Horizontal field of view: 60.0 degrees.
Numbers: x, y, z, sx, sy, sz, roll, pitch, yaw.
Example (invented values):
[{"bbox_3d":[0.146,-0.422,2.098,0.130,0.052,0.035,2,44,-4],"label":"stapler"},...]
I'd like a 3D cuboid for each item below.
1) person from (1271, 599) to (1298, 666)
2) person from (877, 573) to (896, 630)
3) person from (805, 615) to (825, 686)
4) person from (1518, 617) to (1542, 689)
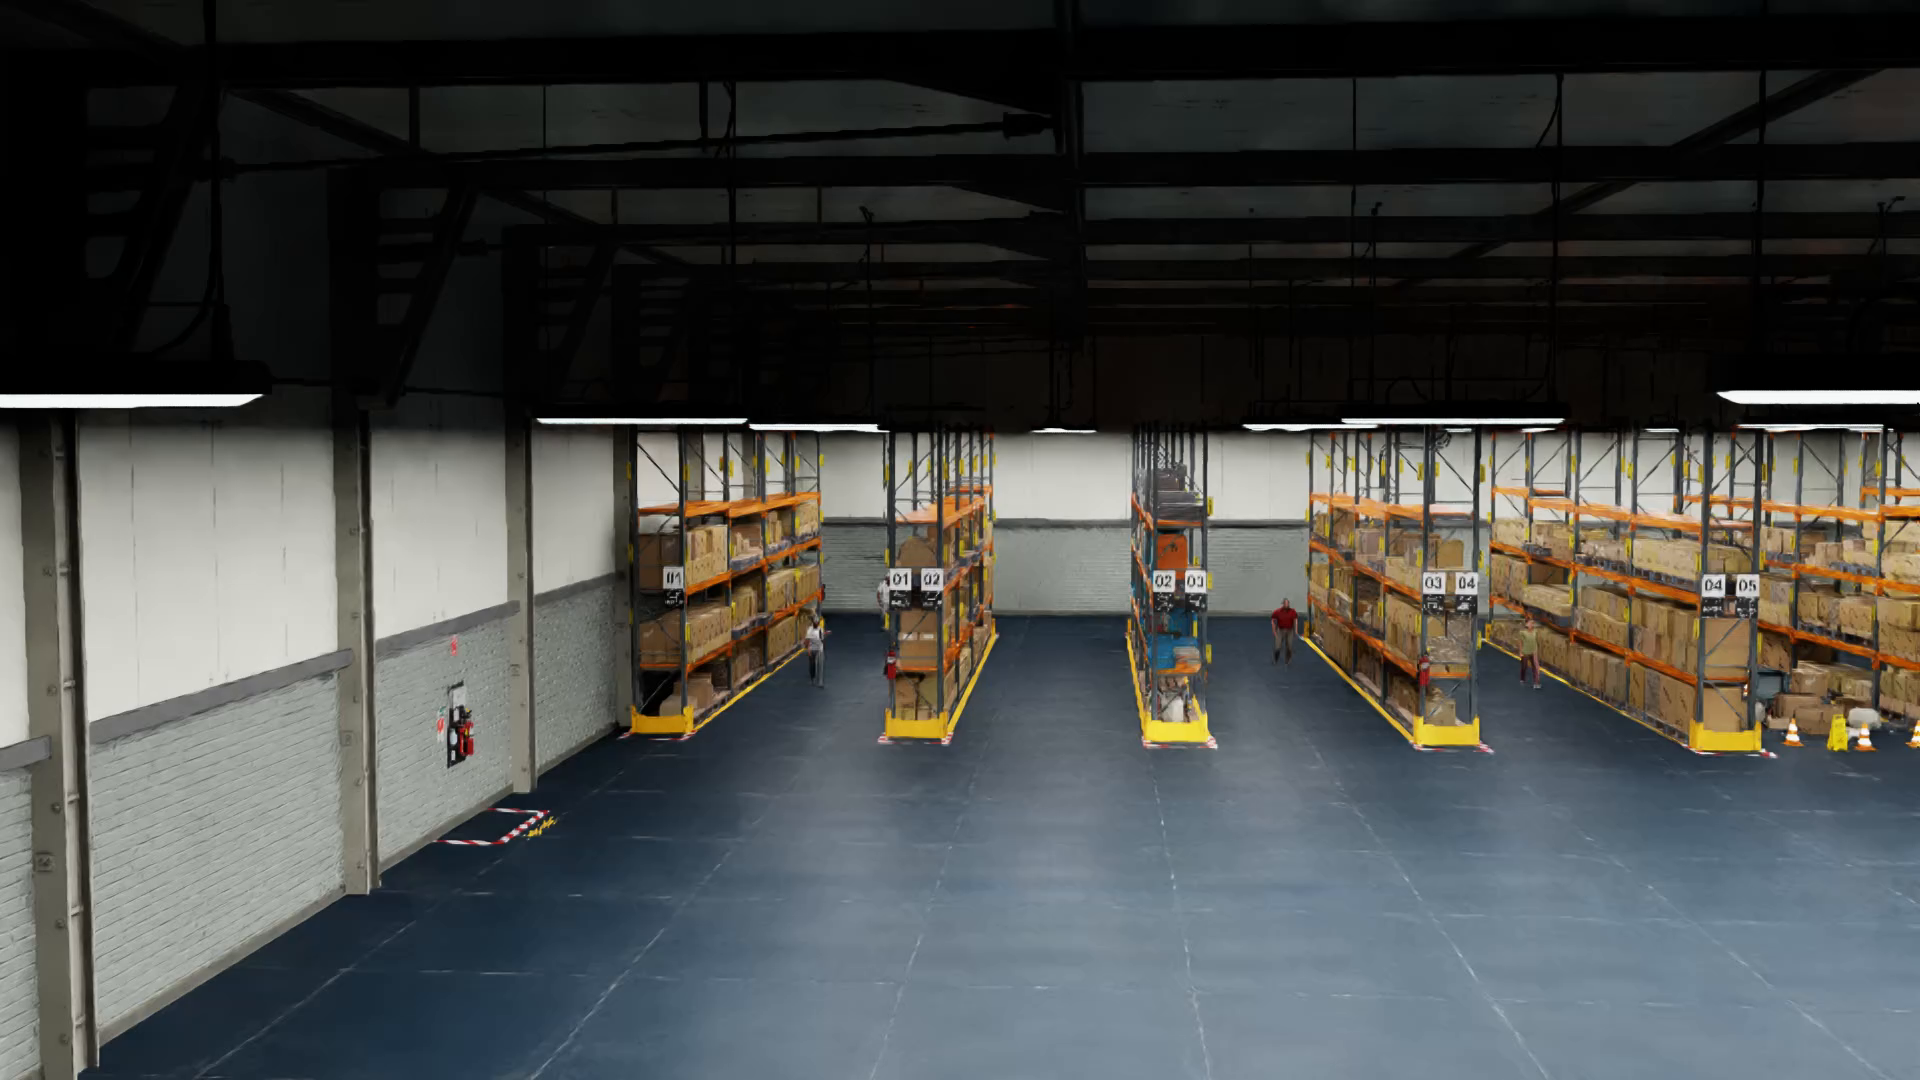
[{"bbox_3d":[8.040,2.283,41.214,0.682,1.676,0.529,0,4,2],"label":"person"},{"bbox_3d":[-2.073,1.802,48.571,0.719,1.714,0.578,0,4,3],"label":"person"},{"bbox_3d":[-3.300,2.496,37.925,0.448,1.623,0.997,0,4,-4],"label":"person"},{"bbox_3d":[12.859,2.532,37.604,0.448,1.590,1.110,0,4,7],"label":"person"}]
